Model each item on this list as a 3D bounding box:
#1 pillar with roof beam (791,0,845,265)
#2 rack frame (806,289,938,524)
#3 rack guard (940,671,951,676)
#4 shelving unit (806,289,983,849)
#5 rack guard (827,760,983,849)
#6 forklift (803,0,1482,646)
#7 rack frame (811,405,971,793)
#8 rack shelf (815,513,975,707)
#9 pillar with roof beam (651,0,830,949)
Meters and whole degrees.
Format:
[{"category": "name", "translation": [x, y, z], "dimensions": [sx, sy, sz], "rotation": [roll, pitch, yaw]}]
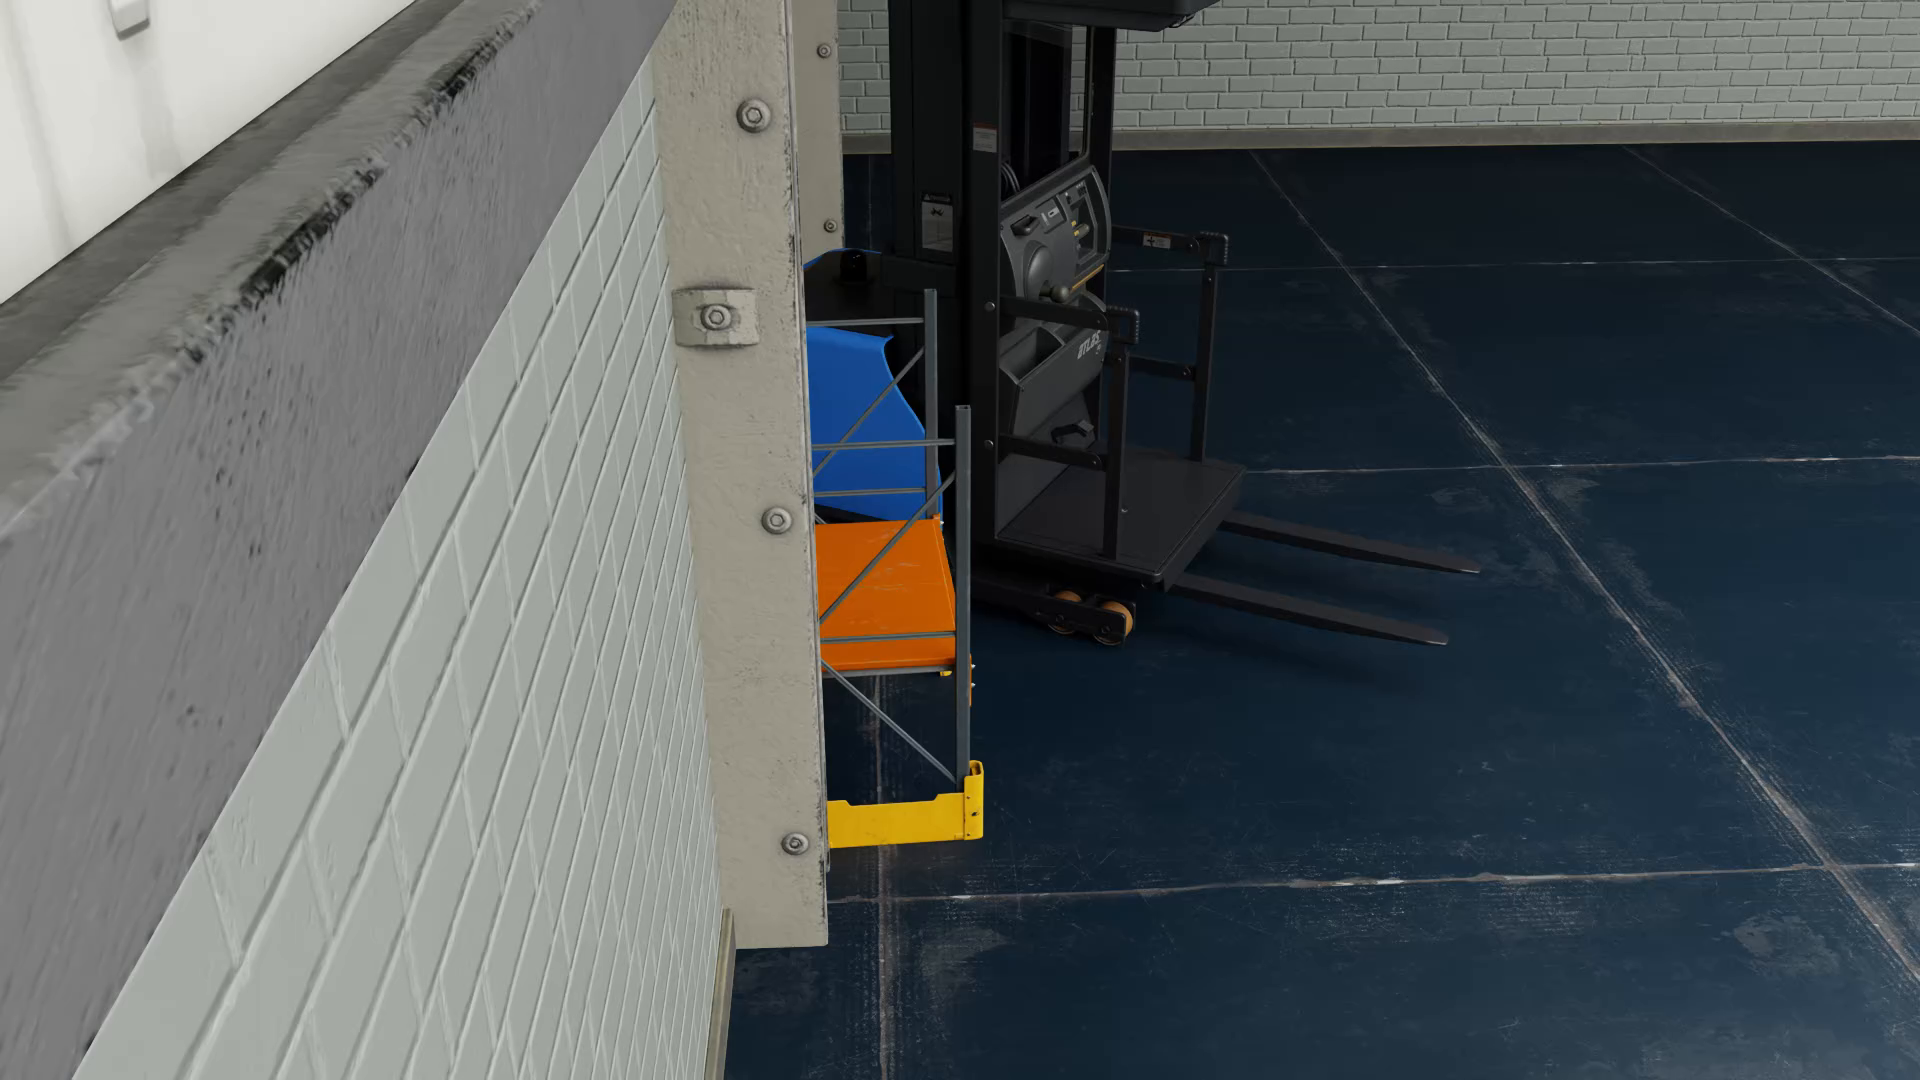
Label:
[{"category": "pillar with roof beam", "translation": [3.428, -5.748, 8.540], "dimensions": [9.100, 9.000, 0.400], "rotation": [-1, 28, -3]}, {"category": "rack frame", "translation": [-0.329, -0.168, 5.950], "dimensions": [0.500, 1.500, 0.032], "rotation": [-3, 28, -5]}, {"category": "rack guard", "translation": [-0.327, 0.395, 6.222], "dimensions": [0.587, 0.250, 0.087], "rotation": [-3, 28, -5]}, {"category": "shelving unit", "translation": [-0.273, 0.070, 5.494], "dimensions": [0.587, 1.500, 1.083], "rotation": [-3, 28, -5]}, {"category": "rack guard", "translation": [-0.220, 0.853, 5.344], "dimensions": [0.587, 0.250, 0.087], "rotation": [-3, 28, -5]}, {"category": "forklift", "translation": [0.557, -1.171, 6.326], "dimensions": [3.031, 2.935, 1.130], "rotation": [13, 30, 23]}, {"category": "rack frame", "translation": [-0.220, 0.299, 5.054], "dimensions": [0.500, 1.500, 0.032], "rotation": [-3, 28, -5]}, {"category": "rack shelf", "translation": [-0.274, 0.225, 5.585], "dimensions": [0.538, 0.185, 1.000], "rotation": [-3, 28, -5]}, {"category": "pillar with roof beam", "translation": [3.741, -2.977, 3.227], "dimensions": [9.100, 9.000, 0.400], "rotation": [-1, 28, -3]}]
